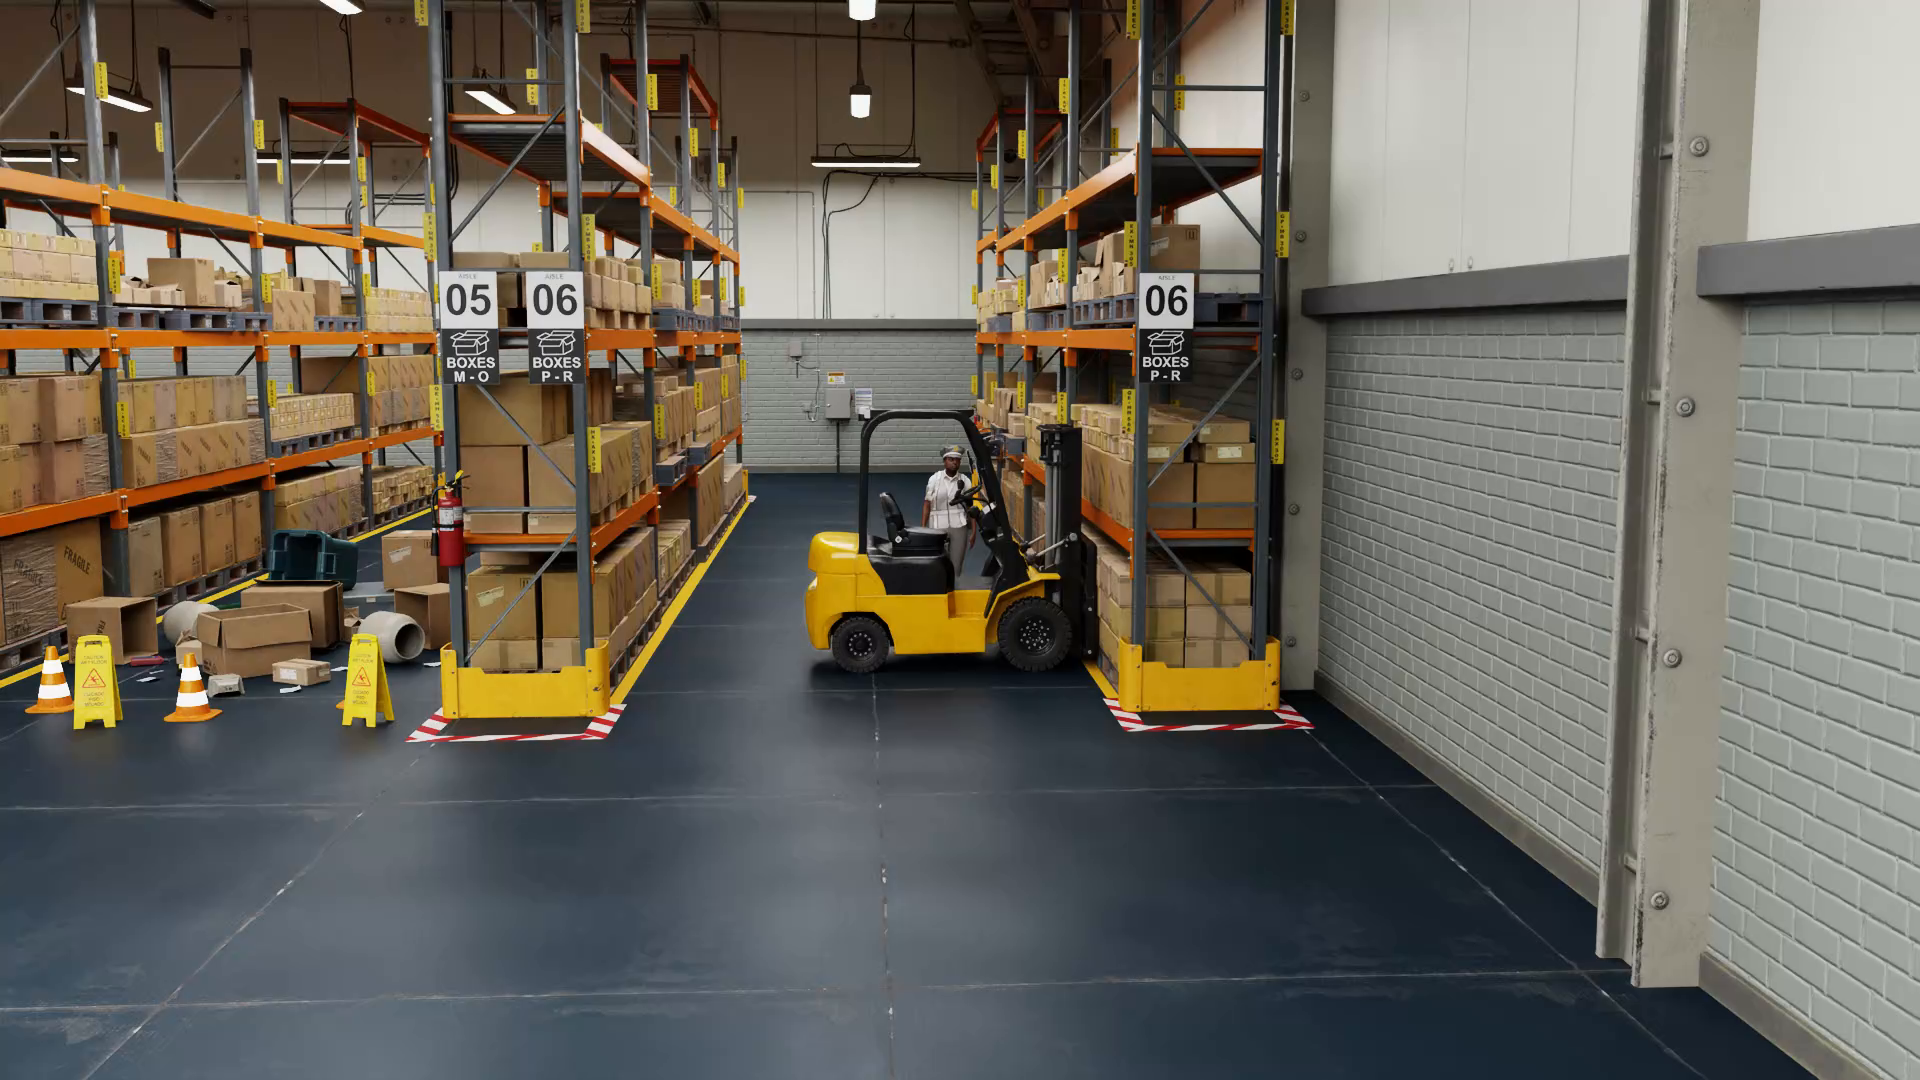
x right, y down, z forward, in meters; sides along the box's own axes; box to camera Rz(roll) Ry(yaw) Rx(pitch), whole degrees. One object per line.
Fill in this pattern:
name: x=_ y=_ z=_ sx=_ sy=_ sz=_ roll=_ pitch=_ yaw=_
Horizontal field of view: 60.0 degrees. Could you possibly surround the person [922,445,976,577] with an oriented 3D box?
person: x=-0.120 y=-0.071 z=16.125 sx=0.569 sy=1.694 sz=0.528 roll=0 pitch=7 yaw=-4
